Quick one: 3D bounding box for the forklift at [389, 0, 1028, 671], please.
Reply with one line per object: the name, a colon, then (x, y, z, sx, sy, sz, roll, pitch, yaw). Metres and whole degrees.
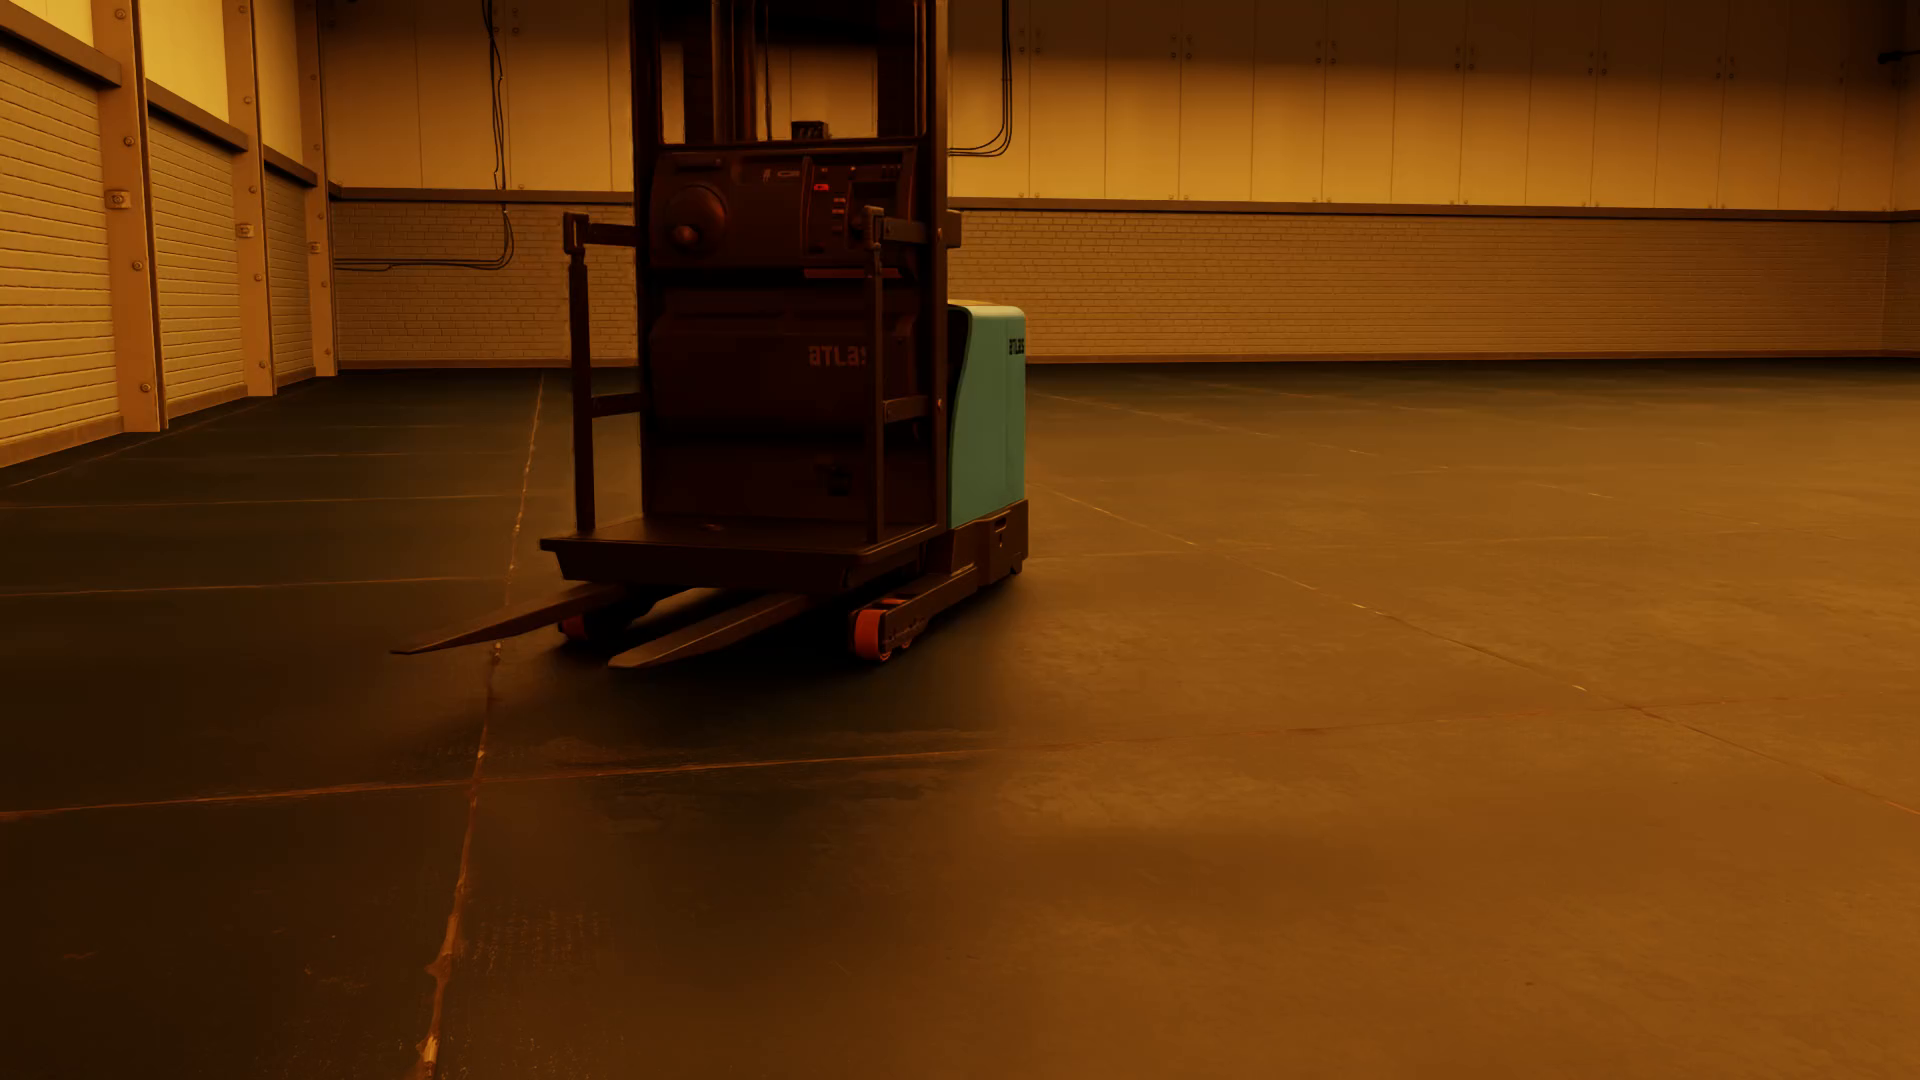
forklift: (-0.651, -1.142, 5.293, 1.130, 2.935, 3.031, 2, 8, 17)
